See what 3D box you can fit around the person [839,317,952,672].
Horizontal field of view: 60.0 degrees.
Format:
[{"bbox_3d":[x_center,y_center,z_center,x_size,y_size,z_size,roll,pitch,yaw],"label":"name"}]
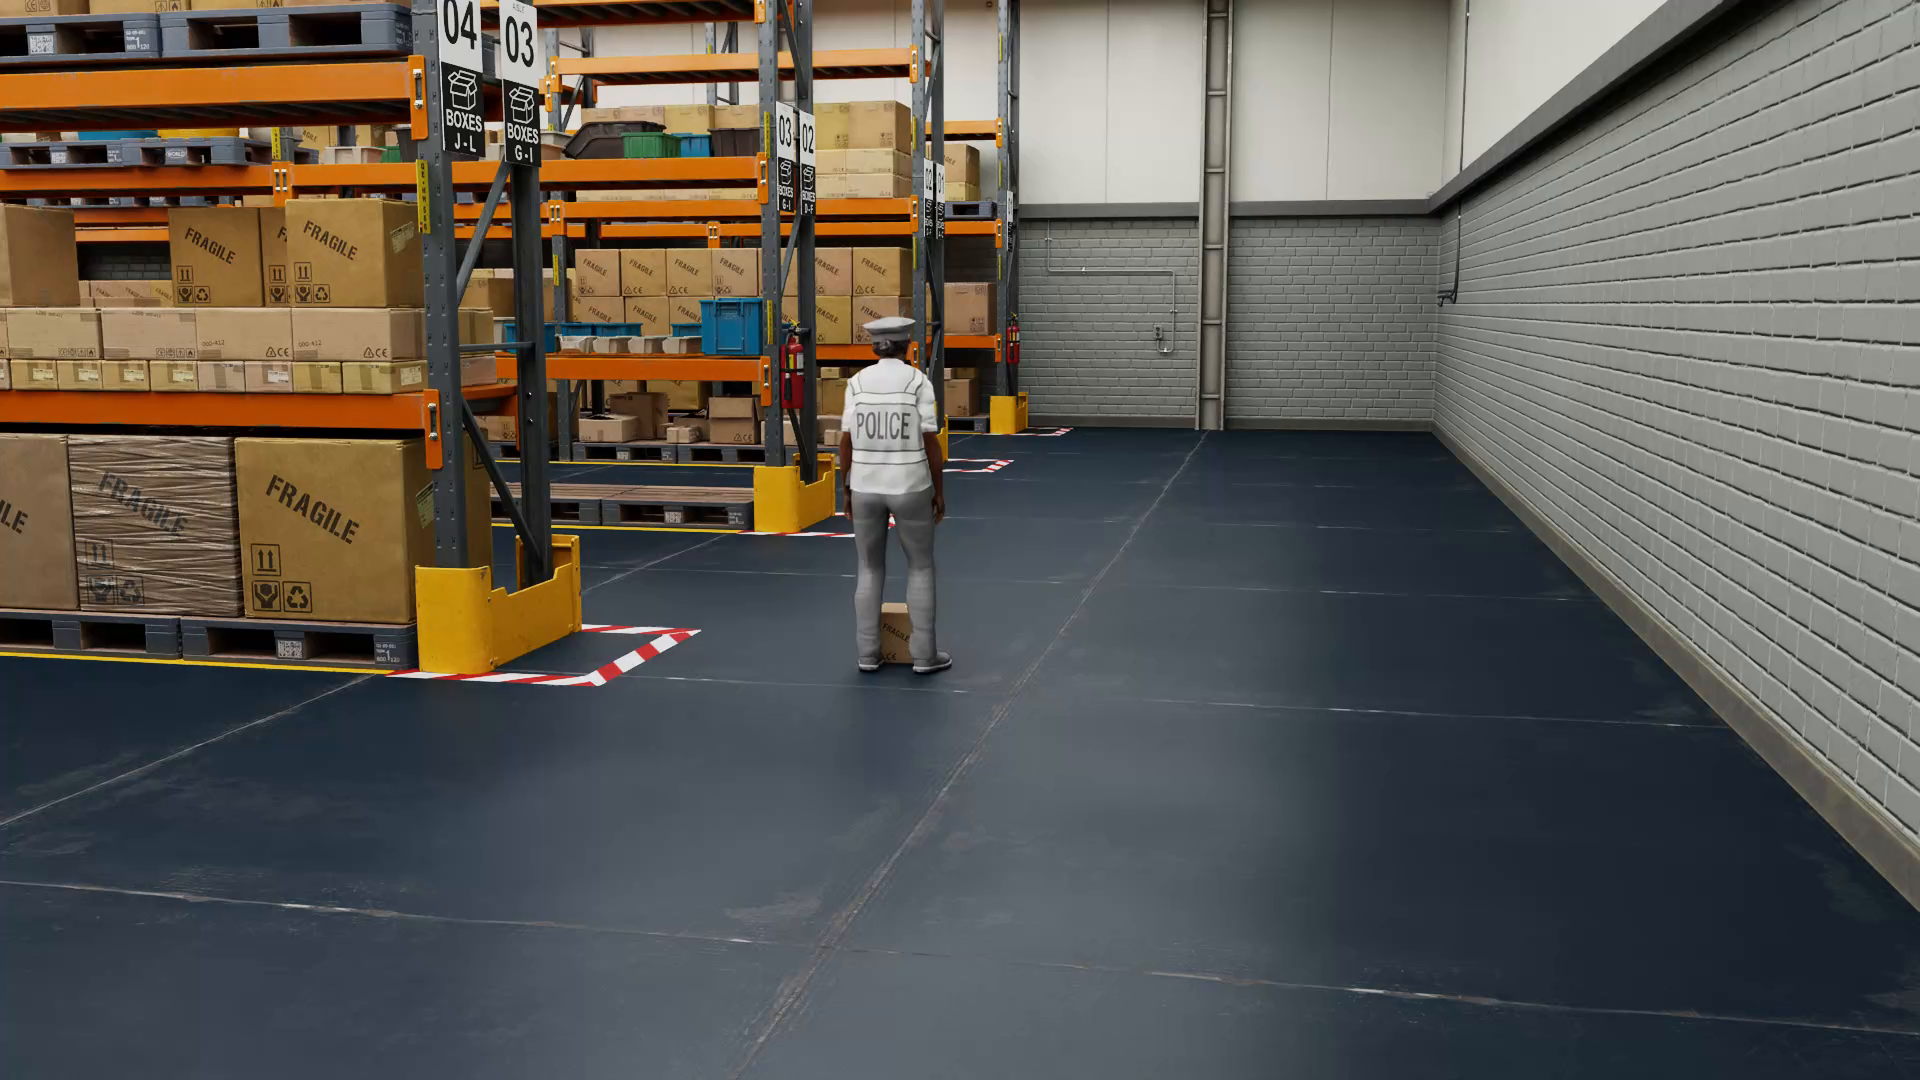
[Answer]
[{"bbox_3d":[-0.309,-0.208,7.801,0.509,1.655,0.397,2,8,11],"label":"person"}]
